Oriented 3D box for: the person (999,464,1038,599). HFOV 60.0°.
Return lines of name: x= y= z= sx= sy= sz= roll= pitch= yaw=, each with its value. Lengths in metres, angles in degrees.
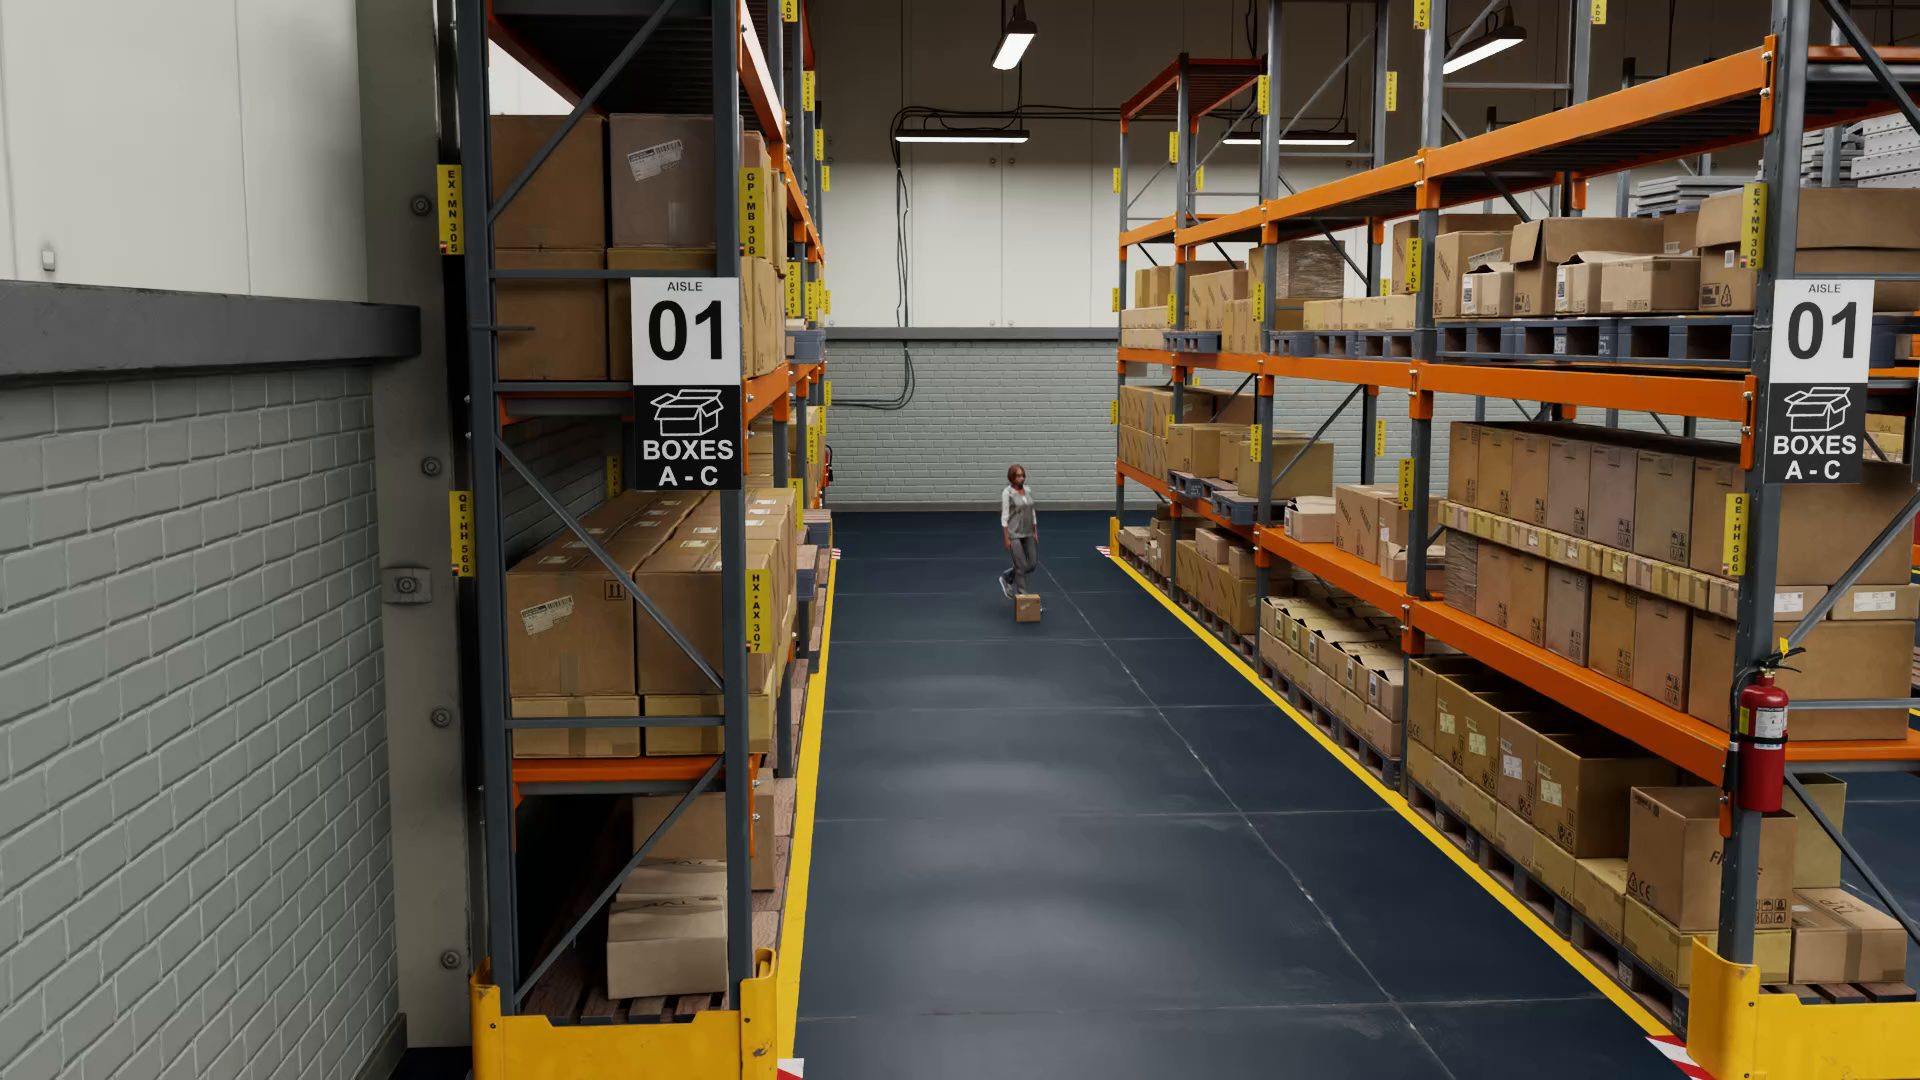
person: x=0.604 y=-0.035 z=18.002 sx=0.455 sy=1.590 sz=0.625 roll=-6 pitch=9 yaw=-42
